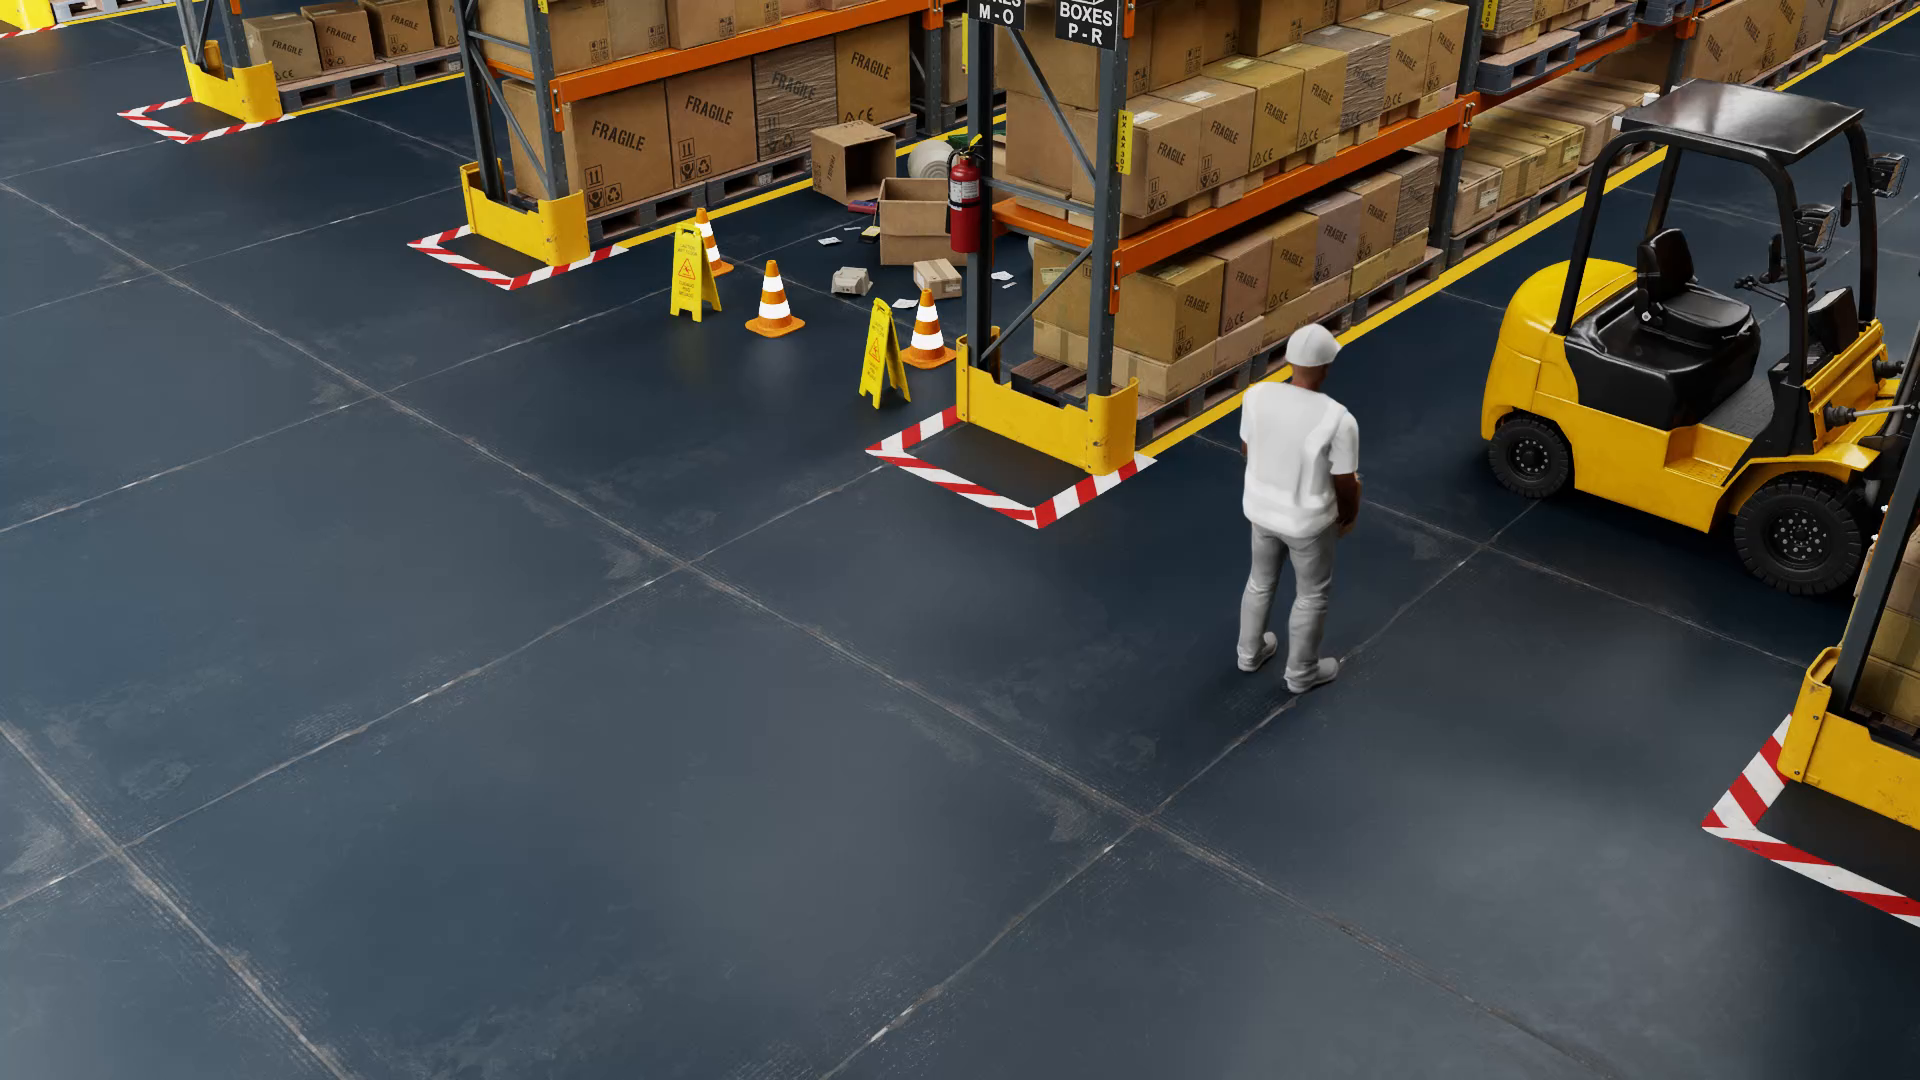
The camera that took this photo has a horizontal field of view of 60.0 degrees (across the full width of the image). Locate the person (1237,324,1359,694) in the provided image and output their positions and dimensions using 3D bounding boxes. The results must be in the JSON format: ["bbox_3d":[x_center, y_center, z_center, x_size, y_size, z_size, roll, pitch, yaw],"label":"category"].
[{"bbox_3d":[1.513,-0.147,7.478,0.572,1.767,0.470,24,39,34],"label":"person"}]
